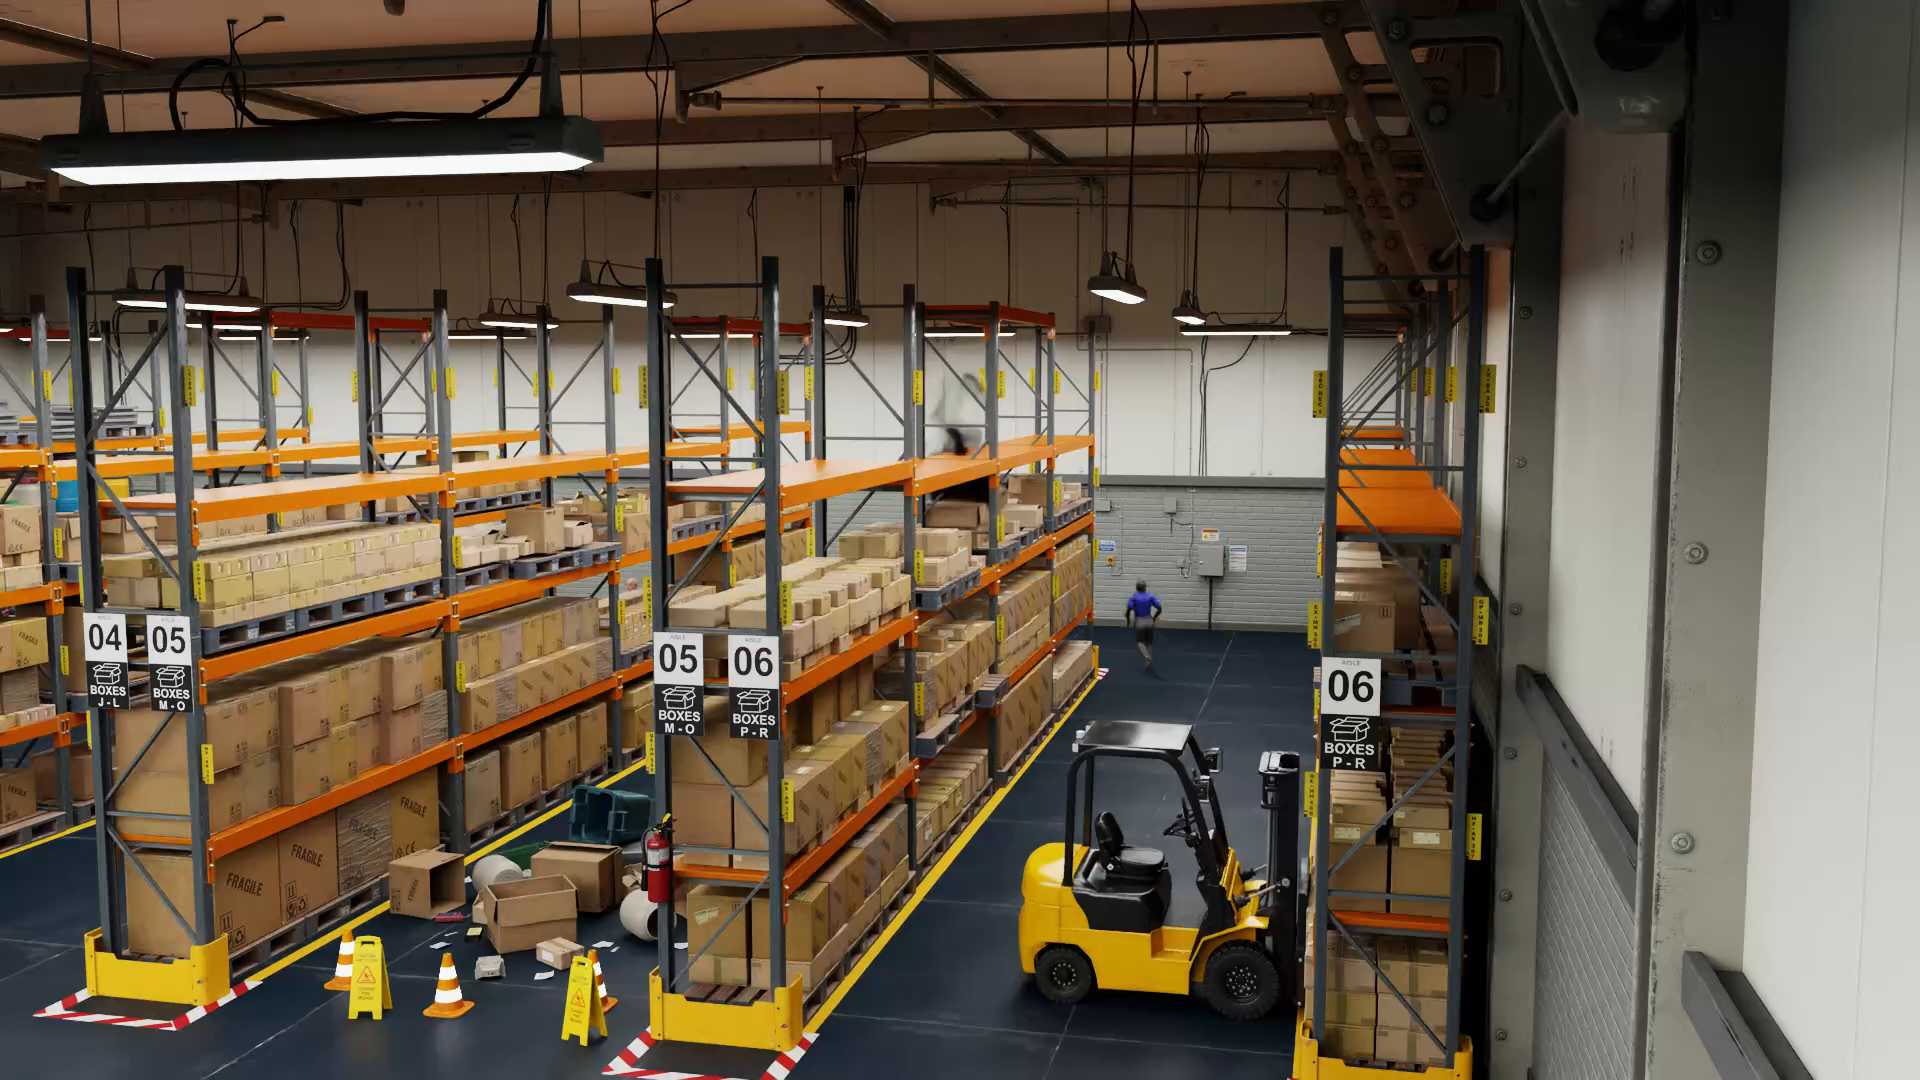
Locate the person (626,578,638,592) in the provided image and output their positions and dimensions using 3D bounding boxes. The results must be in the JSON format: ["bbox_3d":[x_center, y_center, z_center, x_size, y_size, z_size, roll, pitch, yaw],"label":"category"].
[{"bbox_3d":[-5.315,1.516,27.456,0.708,1.801,0.881,2,6,20],"label":"person"}]

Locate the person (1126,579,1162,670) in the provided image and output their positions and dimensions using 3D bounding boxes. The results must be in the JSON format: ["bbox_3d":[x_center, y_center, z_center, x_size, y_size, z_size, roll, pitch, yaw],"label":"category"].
[{"bbox_3d":[3.155,1.477,28.703,0.640,1.614,0.516,-1,6,-8],"label":"person"}]
